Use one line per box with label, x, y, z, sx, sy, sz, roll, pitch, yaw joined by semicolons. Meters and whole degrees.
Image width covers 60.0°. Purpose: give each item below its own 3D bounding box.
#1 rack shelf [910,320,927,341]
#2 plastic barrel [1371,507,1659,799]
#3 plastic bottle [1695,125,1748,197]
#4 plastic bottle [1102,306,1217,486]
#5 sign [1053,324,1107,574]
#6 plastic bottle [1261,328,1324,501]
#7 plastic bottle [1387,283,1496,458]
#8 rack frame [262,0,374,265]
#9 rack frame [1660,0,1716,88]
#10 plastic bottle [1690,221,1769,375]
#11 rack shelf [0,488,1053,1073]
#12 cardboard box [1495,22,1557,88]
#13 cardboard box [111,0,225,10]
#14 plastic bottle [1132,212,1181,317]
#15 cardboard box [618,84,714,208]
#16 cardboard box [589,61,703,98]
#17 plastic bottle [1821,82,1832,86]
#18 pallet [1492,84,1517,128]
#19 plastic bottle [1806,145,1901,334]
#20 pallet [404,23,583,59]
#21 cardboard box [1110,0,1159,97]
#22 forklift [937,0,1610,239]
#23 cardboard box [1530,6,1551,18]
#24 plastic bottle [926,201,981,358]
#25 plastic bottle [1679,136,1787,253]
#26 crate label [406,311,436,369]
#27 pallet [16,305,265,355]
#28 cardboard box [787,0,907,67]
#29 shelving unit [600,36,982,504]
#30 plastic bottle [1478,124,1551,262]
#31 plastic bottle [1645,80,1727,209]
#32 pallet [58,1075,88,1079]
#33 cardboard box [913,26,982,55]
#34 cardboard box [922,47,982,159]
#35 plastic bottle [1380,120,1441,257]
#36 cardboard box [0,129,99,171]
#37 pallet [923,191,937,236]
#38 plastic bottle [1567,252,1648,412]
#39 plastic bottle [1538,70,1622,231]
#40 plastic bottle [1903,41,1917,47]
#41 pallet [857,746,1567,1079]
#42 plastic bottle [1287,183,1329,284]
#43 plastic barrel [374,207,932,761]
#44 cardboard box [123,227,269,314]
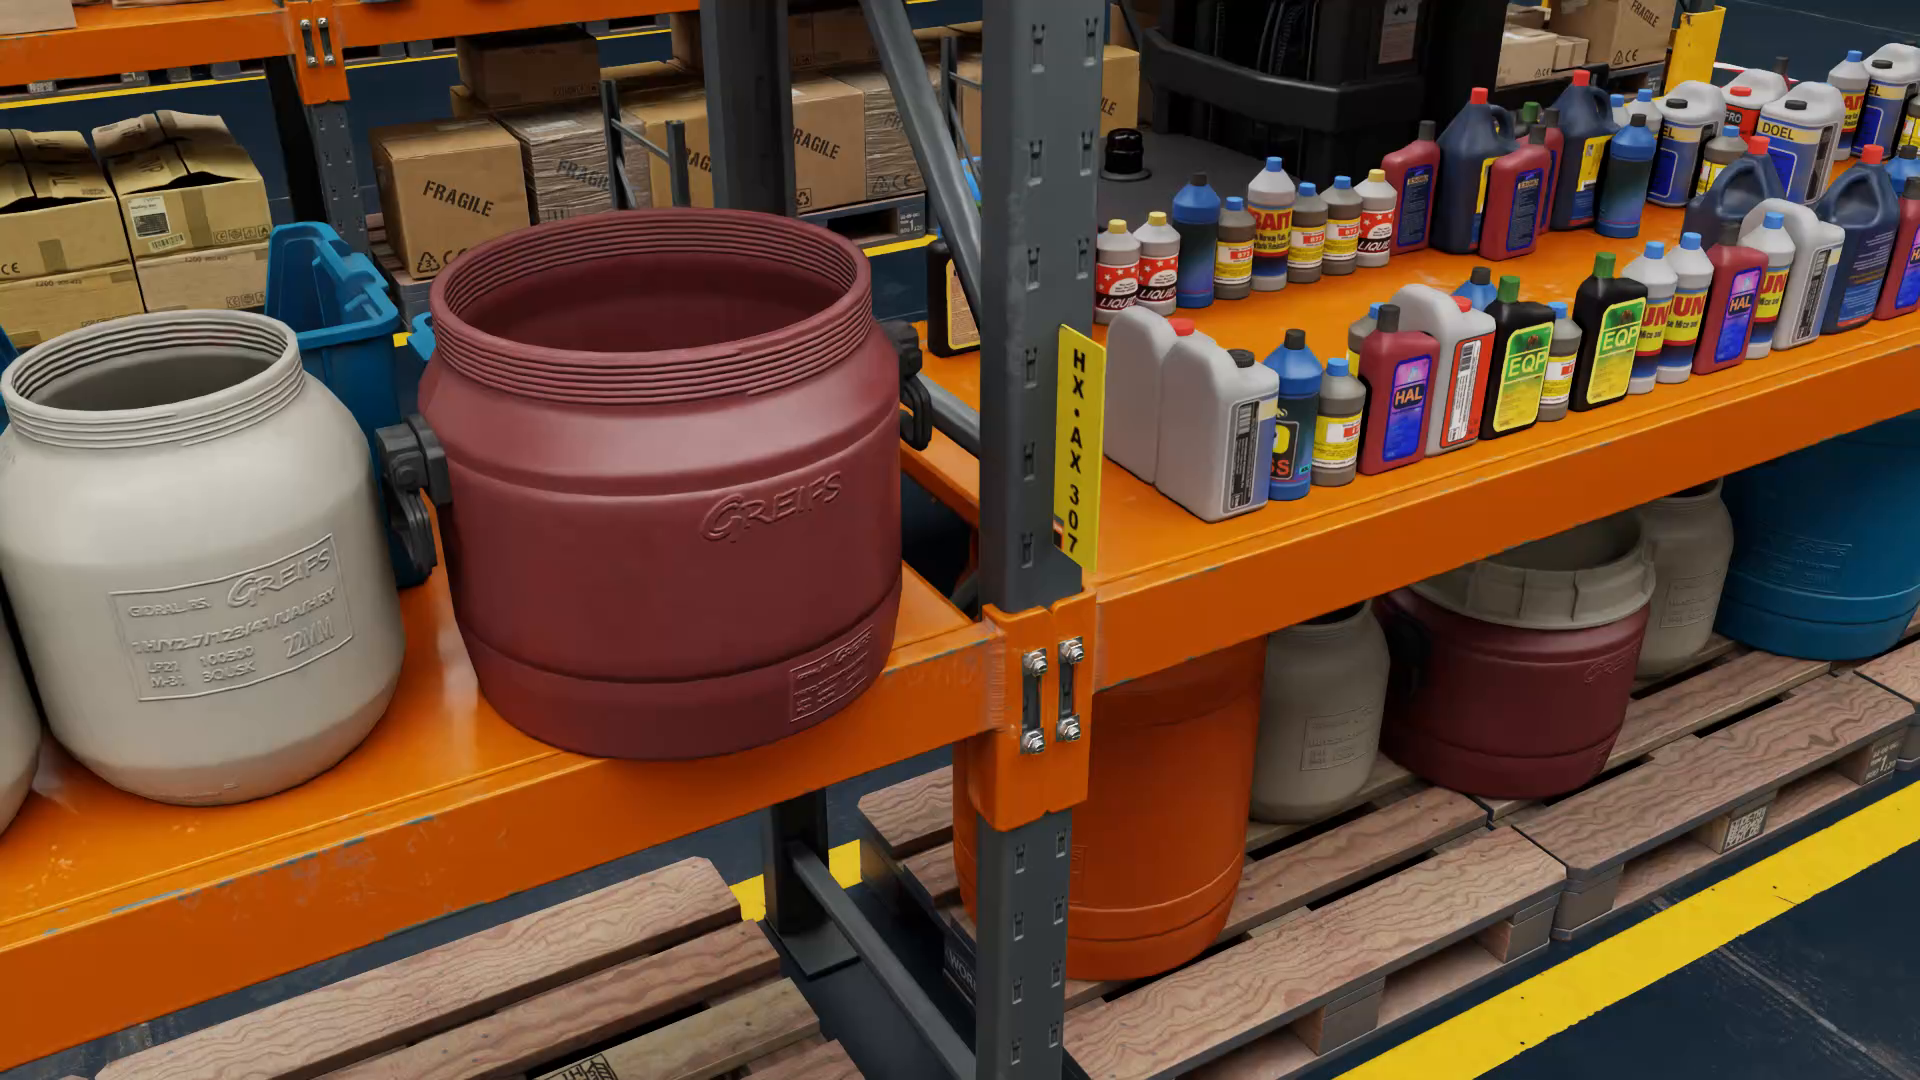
rack shelf;-0.354;-0.398;4.792;1.000;0.185;0.538;-16;33;-26
plastic barrel;1.258;0.196;3.851;0.708;0.588;0.600;-16;33;-26
plastic bottle;1.808;-0.879;3.944;0.097;0.201;0.097;0;29;0
plastic bottle;0.331;-0.253;2.732;0.135;0.276;0.152;-16;33;-26
sign;0.156;-0.116;2.187;0.005;0.325;0.100;-16;33;-26
plastic bottle;0.521;-0.204;2.649;0.097;0.271;0.097;0;29;0
plastic bottle;0.807;-0.302;2.822;0.135;0.276;0.152;-16;33;-26
rack frame;-2.635;-2.337;6.380;0.127;3.000;1.000;-16;33;-26
rack frame;4.262;-4.295;9.928;0.127;3.000;1.000;-16;33;-26
plastic bottle;1.427;-0.456;3.093;0.133;0.283;0.061;-16;33;-26
rack shelf;-1.854;0.532;1.926;4.000;0.370;1.077;-16;33;-26
cardboard box;3.084;-2.828;9.660;0.500;0.250;0.500;-16;33;-26
cardboard box;-2.971;-2.227;6.273;0.500;0.311;0.500;-14;32;-23
plastic bottle;0.395;-0.563;3.371;0.097;0.201;0.097;0;29;0
cardboard box;-1.215;-1.678;7.319;0.500;0.500;0.500;-16;33;-27
cardboard box;-1.502;-1.888;7.699;0.500;0.500;0.500;-17;33;-28
plastic bottle;2.214;-1.079;4.307;0.097;0.201;0.097;0;29;0
pallet;2.459;-2.563;9.676;1.213;0.211;1.003;-16;33;-26
plastic bottle;1.743;-0.599;3.282;0.185;0.351;0.144;-16;33;-26
pallet;-3.380;-3.637;11.621;1.213;0.211;1.003;-16;33;-26
cardboard box;1.161;-2.672;9.118;0.500;0.500;0.500;-16;33;-26
forklift;1.445;-1.674;5.249;3.031;2.935;1.130;-16;33;-26
cardboard box;3.727;-3.280;10.584;0.250;0.149;0.380;-16;33;-26
plastic bottle;0.003;-0.498;3.168;0.133;0.283;0.061;-16;33;-26
plastic bottle;1.550;-0.629;3.337;0.185;0.351;0.144;-16;33;-26
crate label;-0.682;-0.252;2.775;0.416;0.233;0.303;-16;33;-26
pallet;-3.365;-0.930;6.718;1.213;0.211;1.003;-16;33;-26
cardboard box;-0.589;-2.481;7.996;0.500;0.250;0.500;-16;33;-26
shelving unit;-0.346;-0.558;4.709;1.083;1.500;0.587;-16;33;-26
plastic bottle;1.221;-0.763;3.649;0.133;0.283;0.061;-16;33;-26
plastic bottle;1.729;-0.959;4.012;0.135;0.276;0.152;-16;33;-26
pallet;-1.867;1.419;2.461;1.213;0.211;1.003;-16;33;-26
cardboard box;-0.182;-2.262;8.376;0.500;0.500;0.500;-15;32;-26
cardboard box;0.103;-2.056;8.003;0.500;0.500;0.500;-16;33;-26
plastic bottle;0.989;-0.778;3.675;0.133;0.283;0.061;-16;33;-26
cardboard box;-3.684;-1.424;6.557;0.500;0.311;0.500;-17;33;-28
pallet;0.131;-1.880;8.438;1.213;0.211;1.003;-16;33;-26
plastic bottle;1.144;-0.376;2.947;0.133;0.283;0.061;-16;33;-26
plastic bottle;1.422;-0.907;3.839;0.185;0.351;0.144;-16;33;-26
plastic bottle;2.498;-1.191;4.436;0.097;0.271;0.097;0;29;0
pallet;0.529;0.738;3.694;1.213;0.211;1.003;-16;33;-26
plastic bottle;0.731;-0.658;3.544;0.097;0.201;0.097;0;29;0
plastic barrel;-0.376;-0.092;2.171;0.708;0.536;0.600;-16;33;-26
cardboard box;-2.965;-1.086;6.525;0.500;0.250;0.500;-15;32;-25
